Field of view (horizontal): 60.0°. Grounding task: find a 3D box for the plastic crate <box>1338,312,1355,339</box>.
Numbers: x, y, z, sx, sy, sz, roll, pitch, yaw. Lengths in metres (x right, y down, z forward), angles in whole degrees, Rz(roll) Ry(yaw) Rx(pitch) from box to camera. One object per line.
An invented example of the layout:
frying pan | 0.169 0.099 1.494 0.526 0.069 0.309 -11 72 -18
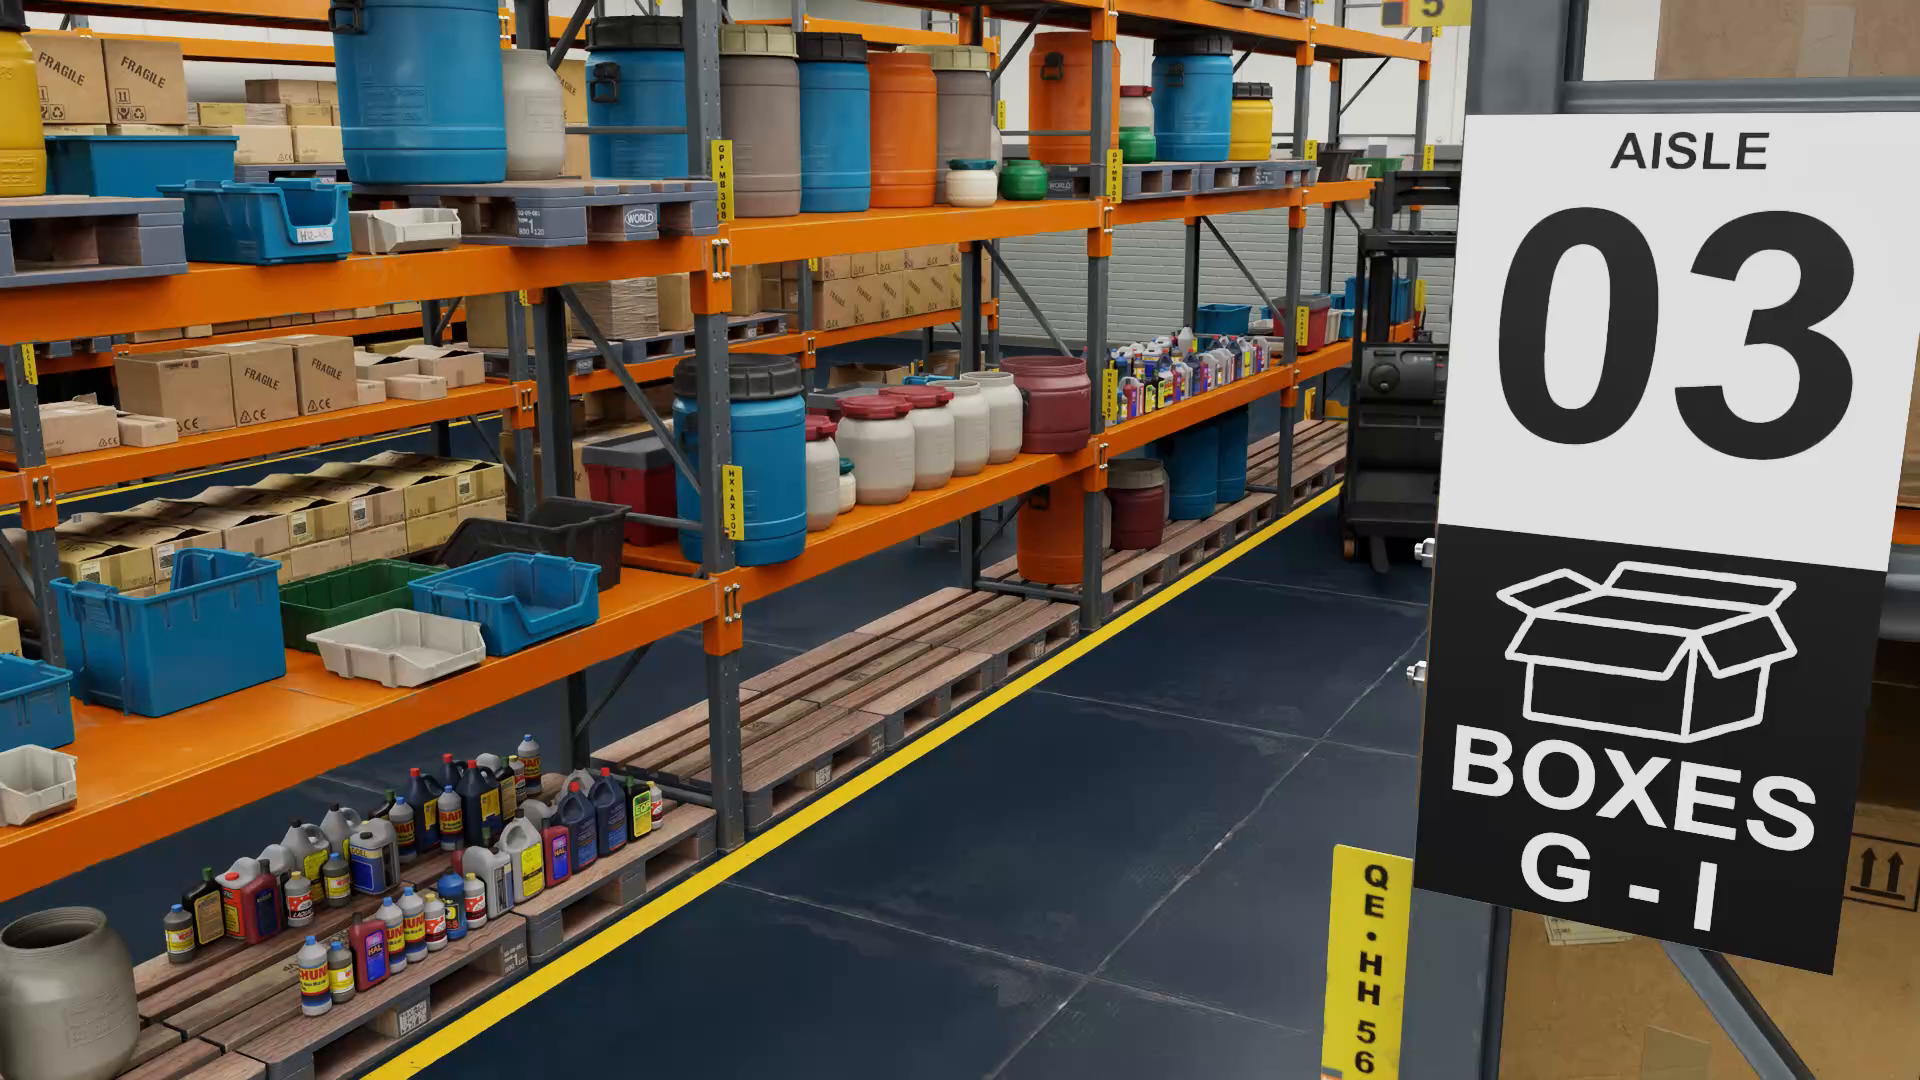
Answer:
plastic crate | 3.573 -2.051 15.871 0.416 0.233 0.300 7 15 28

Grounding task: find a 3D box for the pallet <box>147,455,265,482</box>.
pallet | -7.752 -0.833 16.537 1.003 0.211 1.213 7 15 28

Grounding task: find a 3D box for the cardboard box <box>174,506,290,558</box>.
cardboard box | -4.881 -0.059 11.152 0.500 0.311 0.500 7 15 26

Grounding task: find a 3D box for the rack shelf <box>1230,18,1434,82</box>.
rack shelf | 3.374 -4.516 15.453 1.077 0.370 4.000 7 15 28

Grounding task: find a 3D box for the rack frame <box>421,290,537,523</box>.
rack frame | -3.861 -1.474 13.249 1.000 3.000 0.127 7 15 28

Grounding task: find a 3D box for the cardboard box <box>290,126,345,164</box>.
cardboard box | -4.555 -2.739 11.518 0.500 0.250 0.500 7 15 27

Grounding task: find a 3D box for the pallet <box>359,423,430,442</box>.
pallet | -6.572 -1.333 18.613 1.003 0.211 1.213 7 15 28

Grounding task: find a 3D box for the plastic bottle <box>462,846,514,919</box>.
plastic bottle | -1.850 1.322 6.524 0.152 0.276 0.135 8 16 29

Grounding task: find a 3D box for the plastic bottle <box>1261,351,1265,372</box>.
plastic bottle | 2.468 -1.492 13.747 0.097 0.201 0.097 0 14 0

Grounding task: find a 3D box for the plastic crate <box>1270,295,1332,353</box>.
plastic crate | 3.059 -1.948 14.950 0.402 0.464 0.583 7 15 28

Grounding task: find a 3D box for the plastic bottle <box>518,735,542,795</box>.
plastic bottle | -1.998 1.036 7.717 0.097 0.271 0.097 0 14 0

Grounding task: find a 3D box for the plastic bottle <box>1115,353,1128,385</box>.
plastic bottle | 1.242 -1.304 12.818 0.097 0.271 0.097 0 14 0

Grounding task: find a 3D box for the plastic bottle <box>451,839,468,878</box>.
plastic bottle | -1.944 1.306 6.573 0.061 0.283 0.133 7 15 28

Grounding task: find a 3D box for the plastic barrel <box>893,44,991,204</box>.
plastic barrel | -0.113 -2.471 9.911 0.600 0.901 0.600 0 14 0

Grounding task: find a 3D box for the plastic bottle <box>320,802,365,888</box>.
plastic bottle | -2.510 1.227 6.759 0.144 0.351 0.185 7 15 28

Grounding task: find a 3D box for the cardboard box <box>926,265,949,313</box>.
cardboard box | -0.465 -2.833 18.672 0.500 0.500 0.500 8 15 28

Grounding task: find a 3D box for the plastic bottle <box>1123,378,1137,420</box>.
plastic bottle | 1.165 -0.970 11.407 0.061 0.283 0.133 7 15 28

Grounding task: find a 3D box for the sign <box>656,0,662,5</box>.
sign | -3.863 -7.021 21.293 0.100 0.325 0.005 7 15 28

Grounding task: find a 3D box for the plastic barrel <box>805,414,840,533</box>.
plastic barrel | -0.806 -0.329 8.210 0.433 0.535 0.433 0 14 0

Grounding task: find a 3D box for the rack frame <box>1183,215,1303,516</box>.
rack frame | 2.407 -1.733 14.322 1.000 3.000 0.127 7 15 28

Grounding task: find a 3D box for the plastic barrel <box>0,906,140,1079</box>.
plastic barrel | -2.900 1.488 5.375 0.421 0.512 0.421 0 14 0

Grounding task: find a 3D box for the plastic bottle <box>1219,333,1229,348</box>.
plastic bottle | 2.123 -1.500 13.460 0.144 0.351 0.185 7 15 28

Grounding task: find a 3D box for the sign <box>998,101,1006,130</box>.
sign | 0.483 -4.937 19.324 0.100 0.325 0.005 7 15 28

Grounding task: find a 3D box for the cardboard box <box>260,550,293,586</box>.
cardboard box | -4.886 0.213 11.222 0.500 0.250 0.500 7 15 26

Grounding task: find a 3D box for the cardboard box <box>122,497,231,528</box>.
cardboard box | -5.360 -0.119 11.401 0.500 0.311 0.500 7 15 28

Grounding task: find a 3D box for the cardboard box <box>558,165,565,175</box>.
cardboard box | -3.679 -3.075 13.273 0.910 0.500 0.500 7 15 28

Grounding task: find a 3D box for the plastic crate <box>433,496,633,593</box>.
plastic crate | -1.824 0.031 7.136 0.767 0.338 0.504 7 15 28

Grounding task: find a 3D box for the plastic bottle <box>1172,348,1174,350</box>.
plastic bottle | 1.752 -1.557 14.014 0.097 0.201 0.097 0 14 0

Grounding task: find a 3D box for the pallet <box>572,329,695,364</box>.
pallet | -2.925 -1.781 14.929 1.003 0.211 1.213 7 15 28

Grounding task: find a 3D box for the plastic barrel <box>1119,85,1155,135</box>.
plastic barrel | 1.199 -3.022 12.081 0.433 0.535 0.433 0 14 0

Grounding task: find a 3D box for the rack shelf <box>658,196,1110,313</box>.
rack shelf | -0.493 -1.611 8.949 1.077 0.370 4.000 7 15 28

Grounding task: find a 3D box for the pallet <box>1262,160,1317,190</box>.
pallet | 2.114 -2.928 13.280 1.213 0.211 1.003 7 15 28

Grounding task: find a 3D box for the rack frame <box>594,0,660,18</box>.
rack frame | -4.331 -6.593 21.679 1.000 3.000 0.127 7 15 28

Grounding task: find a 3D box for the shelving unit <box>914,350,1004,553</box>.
shelving unit | -0.003 -0.728 13.352 0.431 1.500 0.755 7 15 28

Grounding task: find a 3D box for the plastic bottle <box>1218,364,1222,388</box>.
plastic bottle | 1.982 -1.286 12.892 0.097 0.201 0.097 0 14 0

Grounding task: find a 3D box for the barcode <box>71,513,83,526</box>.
barcode | -5.307 -0.124 9.996 0.001 0.075 0.075 7 15 28

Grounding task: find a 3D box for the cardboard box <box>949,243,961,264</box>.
cardboard box | -0.211 -3.424 18.990 0.500 0.500 0.500 8 16 30

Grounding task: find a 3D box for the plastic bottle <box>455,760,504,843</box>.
plastic bottle | -2.087 1.117 7.214 0.144 0.351 0.185 7 15 28

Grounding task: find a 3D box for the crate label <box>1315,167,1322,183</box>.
crate label | 2.897 -3.131 14.282 0.293 0.136 0.466 7 15 28

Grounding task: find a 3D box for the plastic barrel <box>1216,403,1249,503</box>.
plastic barrel | 2.129 -0.808 14.064 0.600 0.901 0.708 7 15 28

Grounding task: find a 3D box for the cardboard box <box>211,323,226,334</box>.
cardboard box | -7.491 -2.125 16.441 0.380 0.149 0.250 7 15 27

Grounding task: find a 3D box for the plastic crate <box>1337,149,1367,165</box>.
plastic crate | 3.911 -3.901 17.194 0.497 0.269 0.590 7 15 28

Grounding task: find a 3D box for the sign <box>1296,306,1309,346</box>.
sign | 2.888 -1.805 14.030 0.100 0.325 0.005 7 15 28

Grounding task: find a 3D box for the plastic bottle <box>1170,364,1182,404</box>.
plastic bottle | 1.564 -1.140 12.110 0.061 0.283 0.133 7 15 28

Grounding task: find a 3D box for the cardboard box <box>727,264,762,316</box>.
cardboard box | -2.352 -2.476 16.295 0.700 0.500 0.500 2 14 9

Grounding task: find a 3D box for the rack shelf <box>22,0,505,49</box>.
rack shelf | -4.827 -3.436 10.976 1.077 0.370 4.000 7 15 28

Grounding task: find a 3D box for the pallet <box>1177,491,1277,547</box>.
pallet | 1.998 -0.224 14.012 1.003 0.211 1.213 7 15 28

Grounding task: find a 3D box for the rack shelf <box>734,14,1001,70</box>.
rack shelf | -0.960 -5.271 17.737 1.077 0.370 4.000 7 15 28

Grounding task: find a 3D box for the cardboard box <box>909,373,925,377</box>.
cardboard box | -0.746 -1.811 19.573 0.500 0.250 0.500 7 15 28

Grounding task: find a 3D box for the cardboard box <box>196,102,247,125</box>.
cardboard box | -7.526 -4.088 16.539 0.700 0.500 0.500 8 16 31

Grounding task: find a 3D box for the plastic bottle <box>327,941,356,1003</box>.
plastic bottle | -2.194 1.517 5.871 0.097 0.201 0.097 0 14 0

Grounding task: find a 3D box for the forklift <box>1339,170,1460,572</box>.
forklift | 3.567 -1.320 12.756 1.130 2.935 3.031 3 14 12

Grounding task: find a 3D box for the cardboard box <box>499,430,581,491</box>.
cardboard box | -3.614 -0.692 14.397 0.500 0.500 0.500 8 16 30

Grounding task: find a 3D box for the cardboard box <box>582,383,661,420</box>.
cardboard box | -3.100 -1.279 15.232 0.500 0.250 0.500 7 15 27

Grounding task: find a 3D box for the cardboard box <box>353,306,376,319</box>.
cardboard box | -6.523 -2.478 17.907 0.380 0.149 0.250 7 15 28

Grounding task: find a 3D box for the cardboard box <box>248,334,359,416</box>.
cardboard box | -4.658 -1.177 11.802 0.500 0.500 0.500 6 15 25
